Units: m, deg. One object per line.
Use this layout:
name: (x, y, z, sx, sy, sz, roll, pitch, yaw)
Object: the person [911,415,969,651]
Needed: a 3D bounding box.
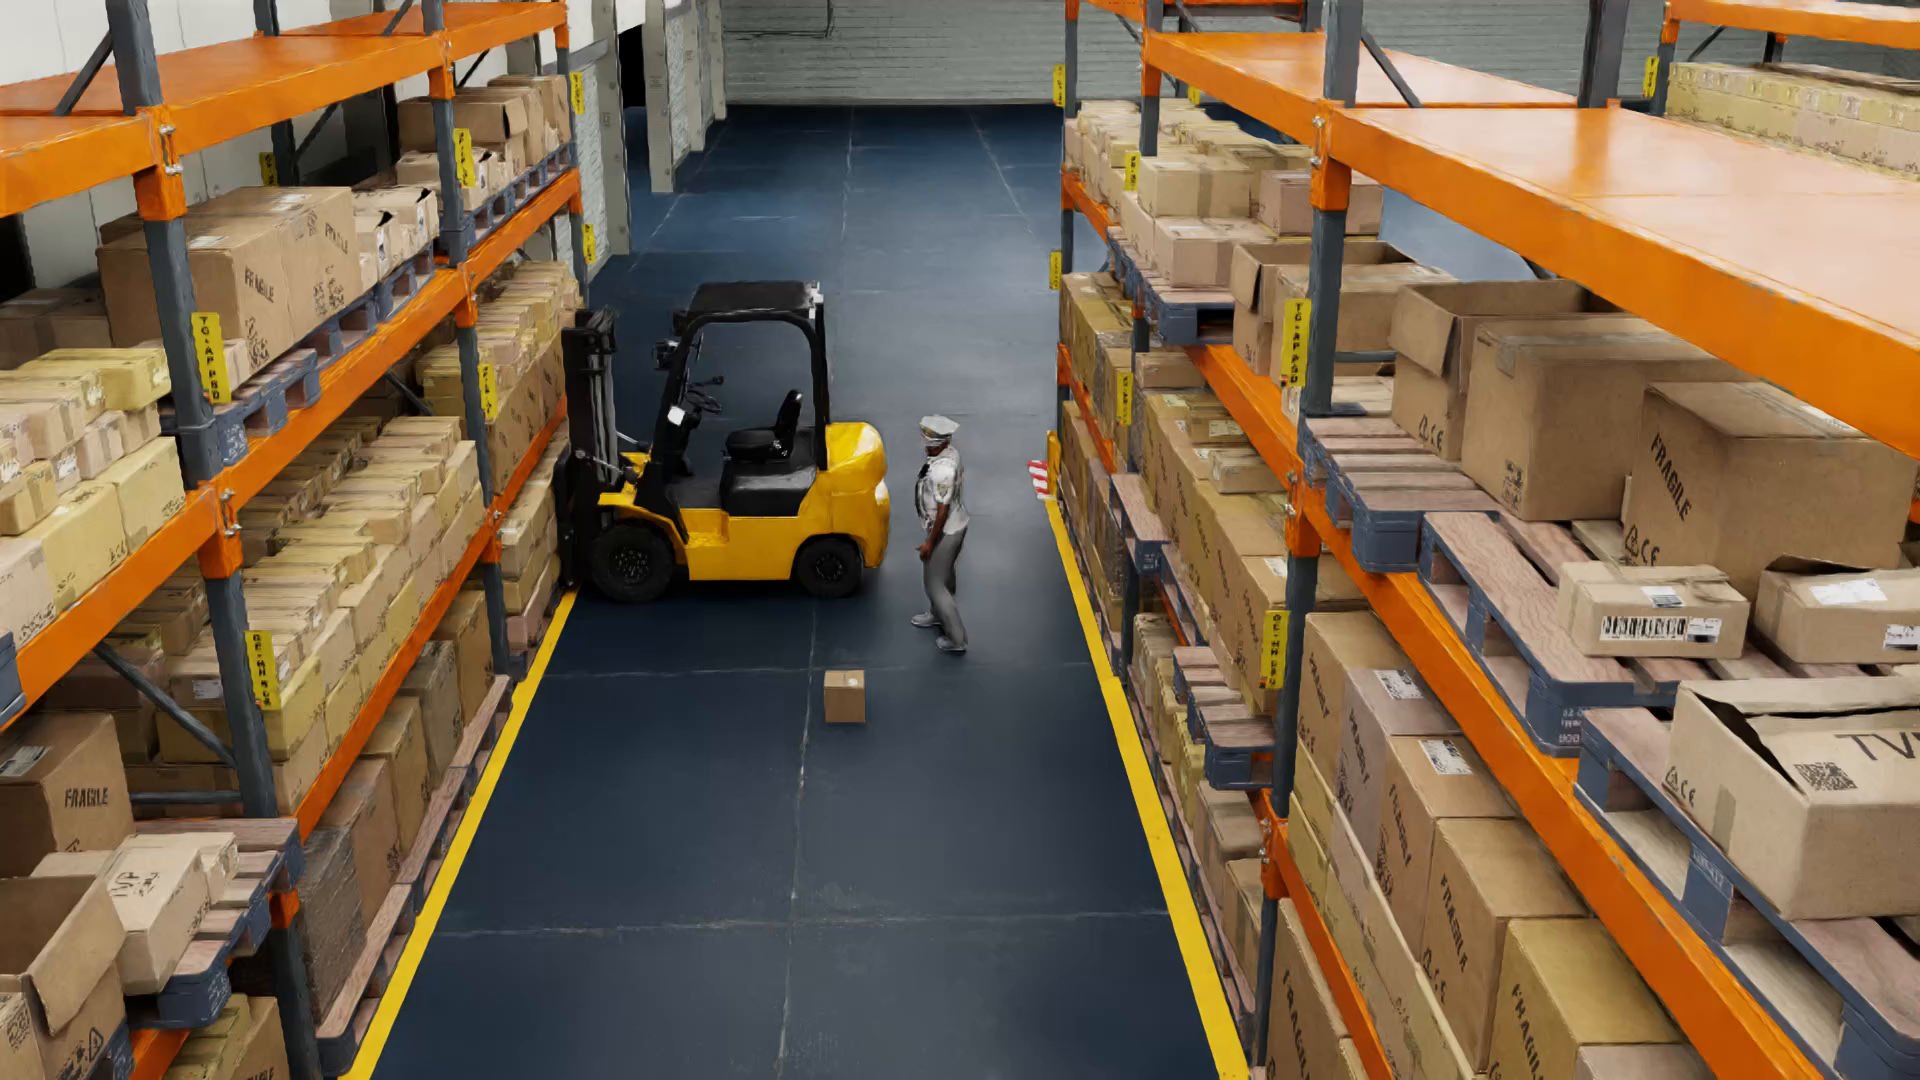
person: (-0.156, -0.068, 11.312, 0.478, 1.638, 0.592, 4, 21, 10)
